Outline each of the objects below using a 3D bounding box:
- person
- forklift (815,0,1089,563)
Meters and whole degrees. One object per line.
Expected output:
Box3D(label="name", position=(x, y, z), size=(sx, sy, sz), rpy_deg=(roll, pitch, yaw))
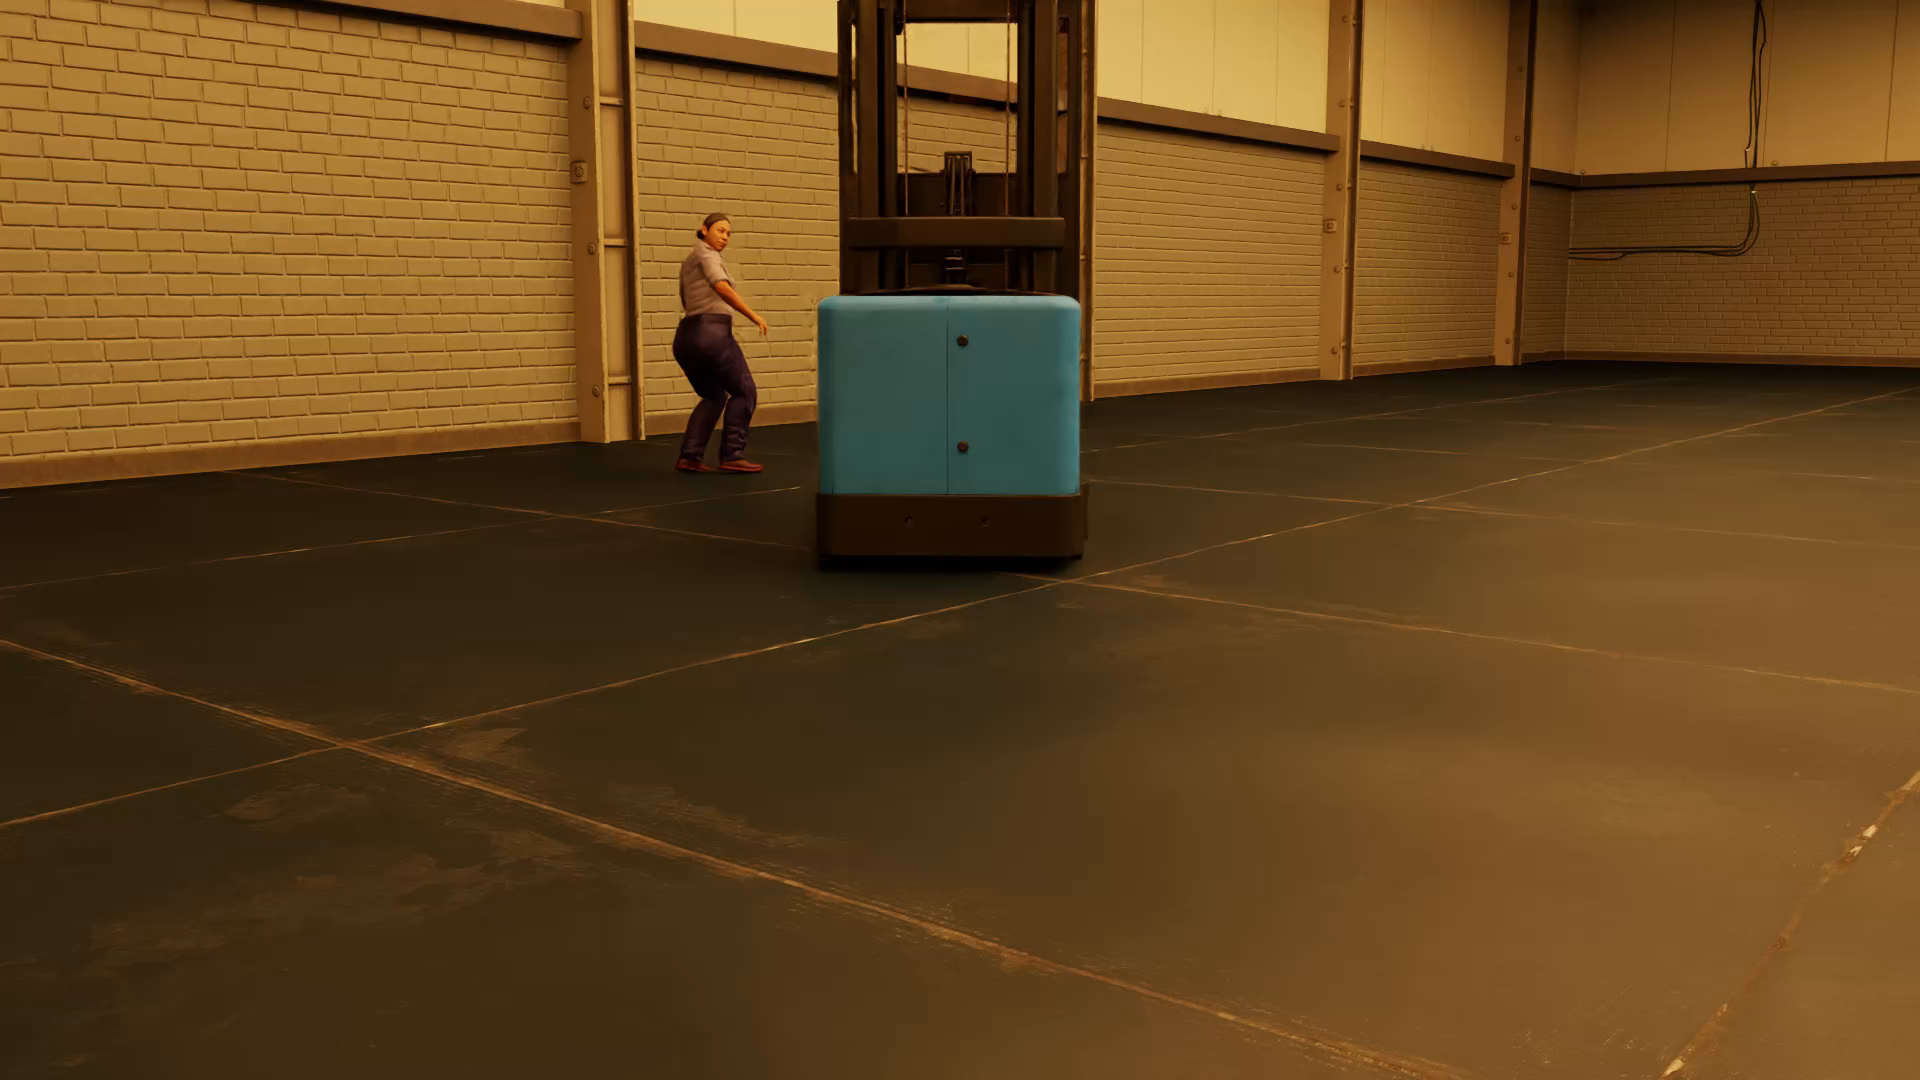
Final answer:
Box3D(label="person", position=(-1.487, -1.190, 10.192), size=(0.571, 1.606, 0.720), rpy_deg=(-6, 11, -38))
Box3D(label="forklift", position=(0.008, -1.534, 7.766), size=(1.130, 2.935, 3.031), rpy_deg=(0, 8, 2))
